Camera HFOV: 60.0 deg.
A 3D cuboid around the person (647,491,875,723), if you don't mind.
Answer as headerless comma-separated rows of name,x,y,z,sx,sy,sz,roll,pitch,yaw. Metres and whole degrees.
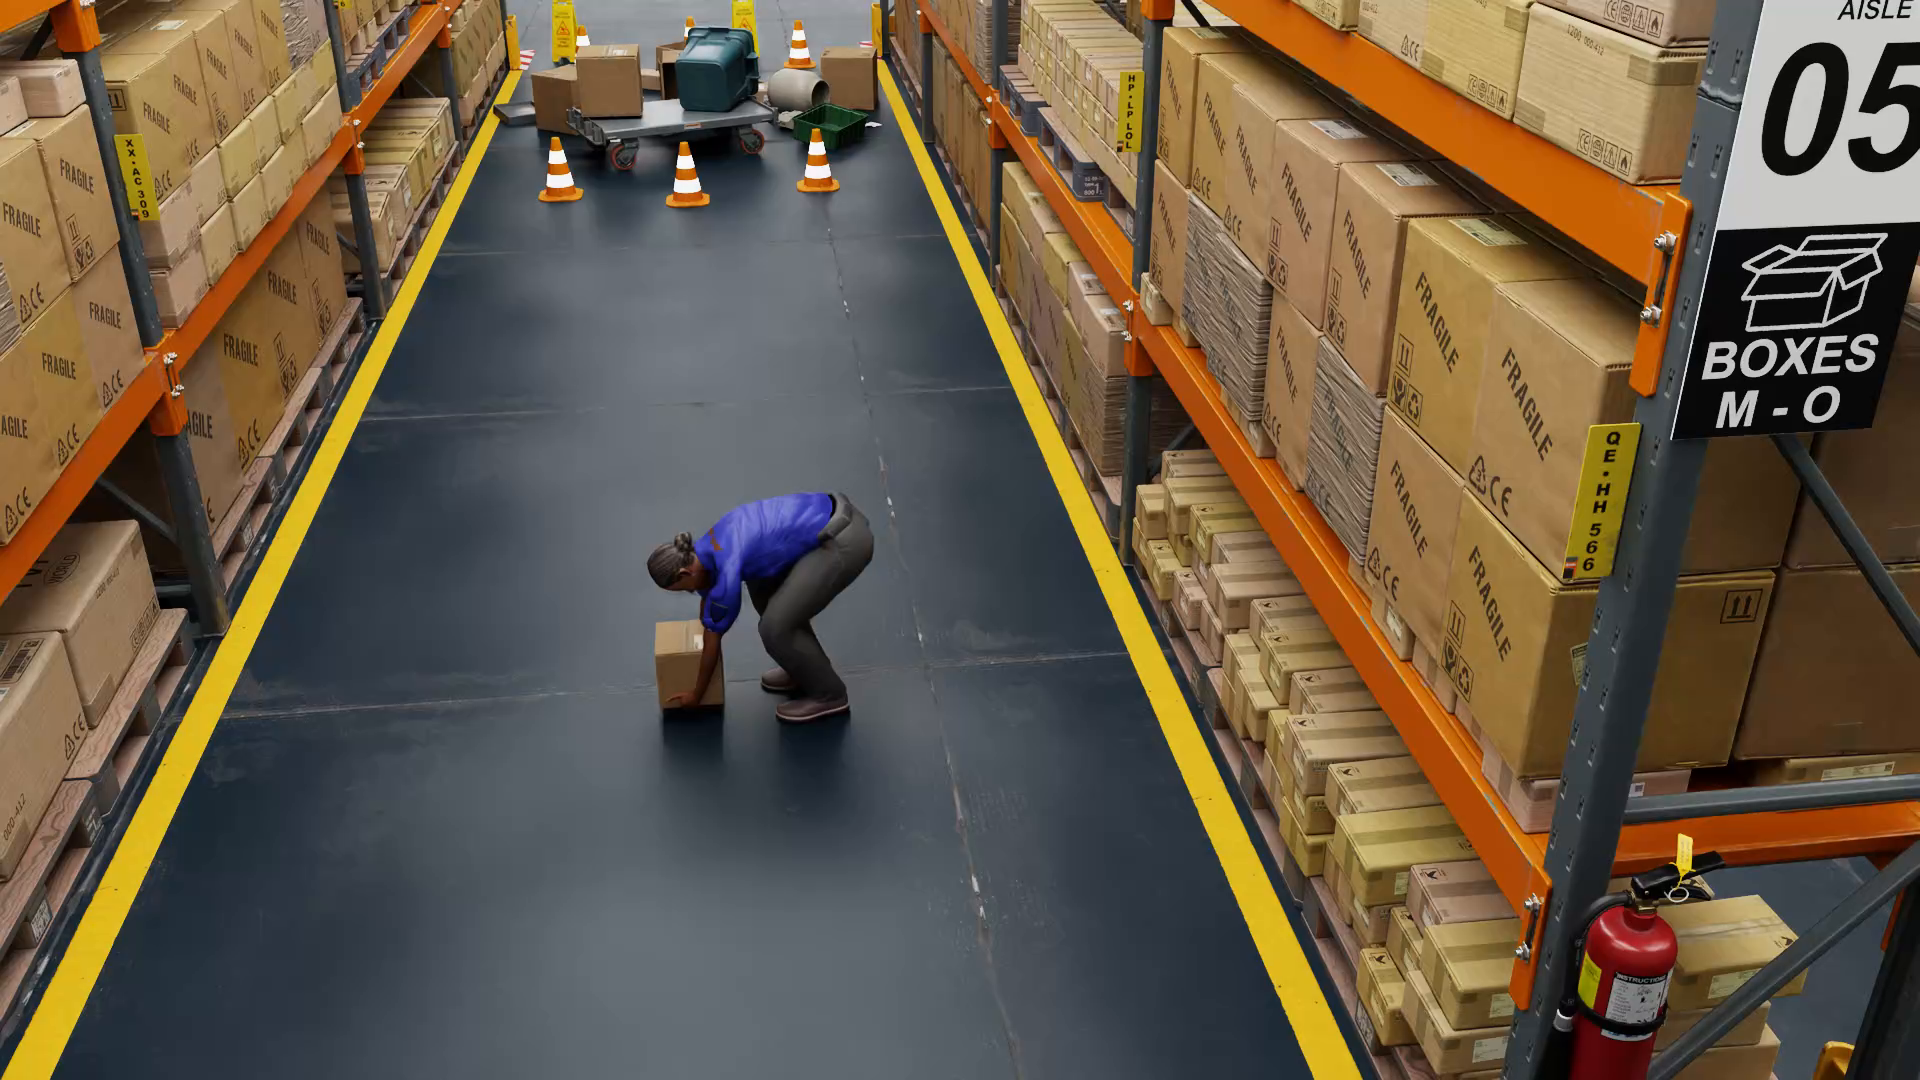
person,-0.761,0.261,6.471,0.865,0.878,0.456,-5,28,-10
